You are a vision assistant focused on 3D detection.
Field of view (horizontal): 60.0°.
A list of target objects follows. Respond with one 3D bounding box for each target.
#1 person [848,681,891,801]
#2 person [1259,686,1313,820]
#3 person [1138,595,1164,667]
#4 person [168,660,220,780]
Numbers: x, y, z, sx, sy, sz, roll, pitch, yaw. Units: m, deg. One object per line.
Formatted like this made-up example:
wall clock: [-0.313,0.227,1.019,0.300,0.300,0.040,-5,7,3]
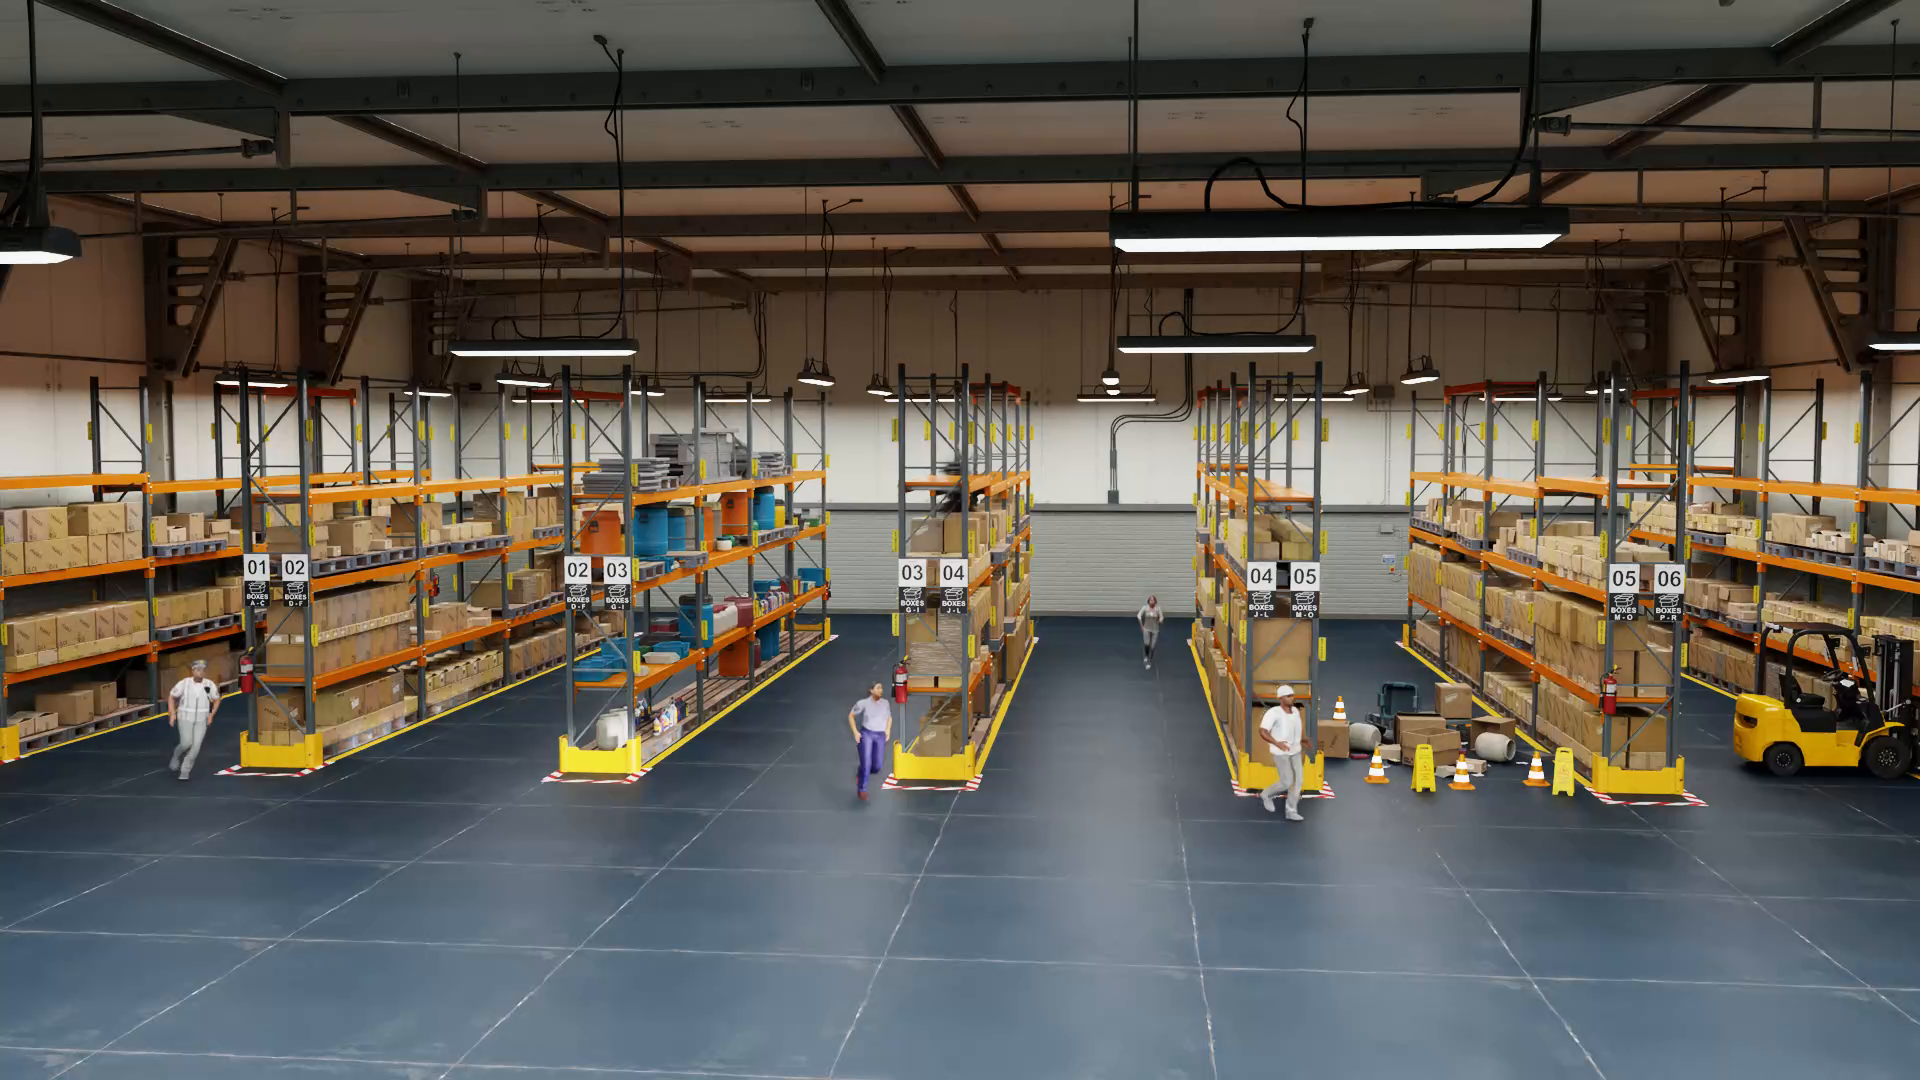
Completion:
person: [-1.237,2.747,23.008,0.649,1.607,0.621,-2,4,-28]
person: [4.215,2.752,21.589,0.733,1.737,0.687,-2,4,-34]
person: [4.056,1.950,35.313,0.534,1.556,0.615,0,4,1]
person: [-11.114,2.597,24.186,0.699,1.707,0.548,-3,4,-35]
